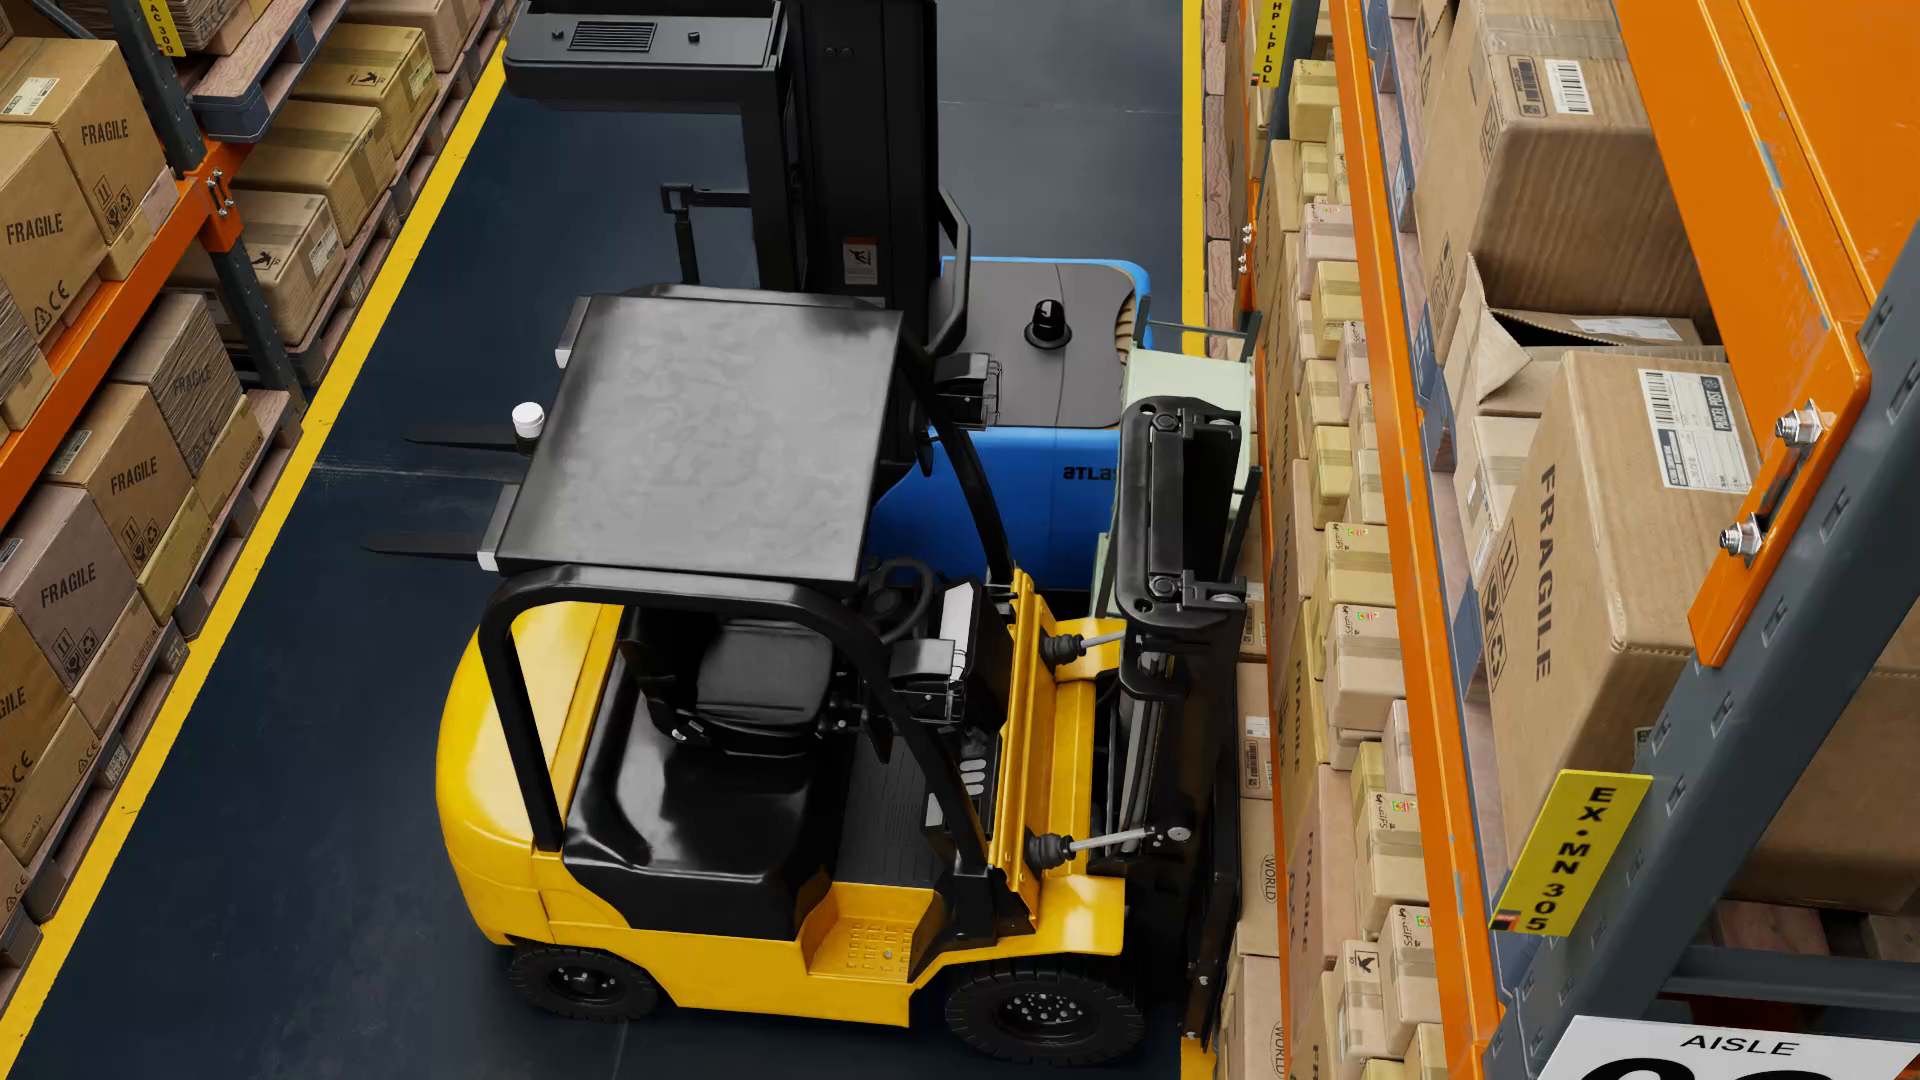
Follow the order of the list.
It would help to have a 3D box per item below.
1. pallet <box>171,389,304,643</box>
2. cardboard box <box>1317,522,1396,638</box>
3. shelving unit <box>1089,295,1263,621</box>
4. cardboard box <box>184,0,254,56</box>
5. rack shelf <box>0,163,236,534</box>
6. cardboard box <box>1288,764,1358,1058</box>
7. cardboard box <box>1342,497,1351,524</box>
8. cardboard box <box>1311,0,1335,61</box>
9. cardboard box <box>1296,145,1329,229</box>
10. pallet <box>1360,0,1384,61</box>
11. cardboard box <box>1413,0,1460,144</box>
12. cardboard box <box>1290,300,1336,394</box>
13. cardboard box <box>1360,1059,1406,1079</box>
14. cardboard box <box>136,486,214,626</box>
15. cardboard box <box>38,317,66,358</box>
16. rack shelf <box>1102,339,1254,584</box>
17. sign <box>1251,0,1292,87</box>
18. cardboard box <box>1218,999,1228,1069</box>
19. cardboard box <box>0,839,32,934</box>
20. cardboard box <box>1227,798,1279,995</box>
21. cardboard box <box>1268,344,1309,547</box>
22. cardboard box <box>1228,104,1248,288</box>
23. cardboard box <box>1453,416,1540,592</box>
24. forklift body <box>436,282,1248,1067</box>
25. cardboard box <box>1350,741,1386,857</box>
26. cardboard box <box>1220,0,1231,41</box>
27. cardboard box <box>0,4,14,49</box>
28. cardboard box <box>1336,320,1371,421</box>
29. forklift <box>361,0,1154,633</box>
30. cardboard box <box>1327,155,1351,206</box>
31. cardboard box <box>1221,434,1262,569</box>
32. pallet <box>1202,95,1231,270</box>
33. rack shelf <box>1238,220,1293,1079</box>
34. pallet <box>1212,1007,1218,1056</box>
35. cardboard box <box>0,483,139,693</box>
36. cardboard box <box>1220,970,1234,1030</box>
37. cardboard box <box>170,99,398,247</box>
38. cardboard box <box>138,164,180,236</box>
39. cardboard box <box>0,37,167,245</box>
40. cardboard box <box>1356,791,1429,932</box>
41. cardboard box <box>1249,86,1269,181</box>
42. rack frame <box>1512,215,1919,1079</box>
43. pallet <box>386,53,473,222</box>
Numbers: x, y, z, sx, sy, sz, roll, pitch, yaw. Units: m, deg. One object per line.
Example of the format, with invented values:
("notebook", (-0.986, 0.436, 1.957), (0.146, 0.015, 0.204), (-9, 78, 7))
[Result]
("pallet", (-3.392, -0.150, 6.770), (1.003, 0.211, 1.213), (4, 48, 4))
("cardboard box", (1.052, 0.109, 3.935), (0.380, 0.149, 0.250), (5, 48, 4))
("shelving unit", (0.690, 0.005, 5.722), (0.431, 1.500, 0.755), (8, 47, 2))
("cardboard box", (-3.001, -2.029, 6.484), (0.380, 0.149, 0.250), (5, 48, 4))
("rack shelf", (-3.549, 0.126, 5.116), (1.077, 0.370, 4.000), (4, 48, 4))
("cardboard box", (1.052, 0.890, 3.861), (0.500, 0.500, 0.500), (5, 48, 5))
("cardboard box", (1.170, 0.036, 4.203), (0.380, 0.149, 0.250), (4, 48, 3))
("cardboard box", (1.387, -1.774, 5.859), (0.380, 0.149, 0.250), (5, 48, 5))
("cardboard box", (1.264, -1.101, 5.243), (0.380, 0.149, 0.250), (5, 48, 4))
("pallet", (1.525, -1.610, 4.243), (1.003, 0.211, 1.213), (4, 48, 4))
("cardboard box", (1.295, -1.054, 3.252), (0.797, 0.503, 0.637), (5, 48, 5))
("cardboard box", (1.146, -0.539, 4.729), (0.380, 0.149, 0.250), (3, 48, 3))
("cardboard box", (0.965, 1.157, 3.177), (0.380, 0.149, 0.250), (5, 48, 4))
("cardboard box", (-3.191, 0.044, 6.282), (0.500, 0.250, 0.500), (3, 48, 2))
("cardboard box", (-3.246, -0.693, 5.547), (0.380, 0.149, 0.250), (3, 48, 3))
("rack shelf", (0.717, -0.259, 5.435), (0.431, 0.370, 0.720), (8, 47, 2))
("sign", (1.036, -1.649, 5.520), (0.100, 0.325, 0.005), (4, 48, 4))
("cardboard box", (1.050, 1.372, 5.067), (0.500, 0.250, 0.500), (4, 48, 4))
("cardboard box", (-3.328, 1.190, 5.233), (0.500, 0.250, 0.500), (5, 48, 5))
("cardboard box", (1.021, 1.026, 4.706), (0.500, 0.250, 0.500), (4, 48, 4))
("cardboard box", (1.201, -0.225, 4.881), (0.500, 0.500, 0.500), (3, 48, 3))
("cardboard box", (1.692, -1.550, 7.485), (0.875, 0.625, 0.625), (3, 48, 3))
("cardboard box", (0.986, -0.049, 2.573), (0.380, 0.149, 0.250), (3, 48, 2))
("forklift body", (-0.431, 0.454, 4.903), (2.313, 2.155, 1.214), (4, 48, 4))
("cardboard box", (1.077, 0.600, 3.687), (0.380, 0.149, 0.250), (4, 48, 3))
("cardboard box", (1.871, -3.078, 8.883), (0.875, 0.625, 0.625), (5, 48, 5))
("cardboard box", (-3.622, -1.750, 5.396), (0.700, 0.500, 0.500), (3, 48, 3))
("cardboard box", (1.214, -0.442, 4.439), (0.380, 0.149, 0.250), (4, 48, 3))
("forklift", (-0.799, -1.013, 5.716), (3.031, 2.935, 1.130), (2, 48, 2))
("cardboard box", (1.304, -1.008, 4.956), (0.380, 0.149, 0.250), (3, 48, 3))
("cardboard box", (1.164, -0.097, 5.733), (0.500, 0.250, 0.500), (4, 48, 4))
("pallet", (1.714, -1.758, 8.240), (1.003, 0.211, 1.213), (4, 48, 4))
("rack shelf", (1.395, 0.457, 4.813), (1.077, 0.370, 4.000), (4, 48, 4))
("pallet", (1.354, 1.166, 5.566), (1.003, 0.211, 1.213), (4, 48, 4))
("cardboard box", (-3.243, 0.148, 5.678), (0.500, 0.500, 0.500), (6, 48, 6))
("cardboard box", (1.028, 1.174, 4.909), (0.500, 0.250, 0.500), (3, 48, 3))
("cardboard box", (-3.259, -1.756, 7.845), (0.950, 0.372, 0.625), (7, 48, 6))
("cardboard box", (-3.092, -1.245, 6.052), (0.380, 0.149, 0.250), (3, 48, 3))
("cardboard box", (-3.159, -1.378, 5.734), (0.500, 0.500, 0.500), (3, 48, 3))
("cardboard box", (1.024, 0.676, 3.416), (0.380, 0.149, 0.250), (5, 48, 4))
("cardboard box", (1.362, -1.593, 6.302), (0.500, 0.250, 0.500), (5, 48, 4))
("rack frame", (1.213, -0.341, 0.989), (1.000, 3.000, 0.127), (4, 48, 4))
("pallet", (-3.188, -2.117, 8.569), (1.003, 0.211, 1.213), (4, 48, 4))
